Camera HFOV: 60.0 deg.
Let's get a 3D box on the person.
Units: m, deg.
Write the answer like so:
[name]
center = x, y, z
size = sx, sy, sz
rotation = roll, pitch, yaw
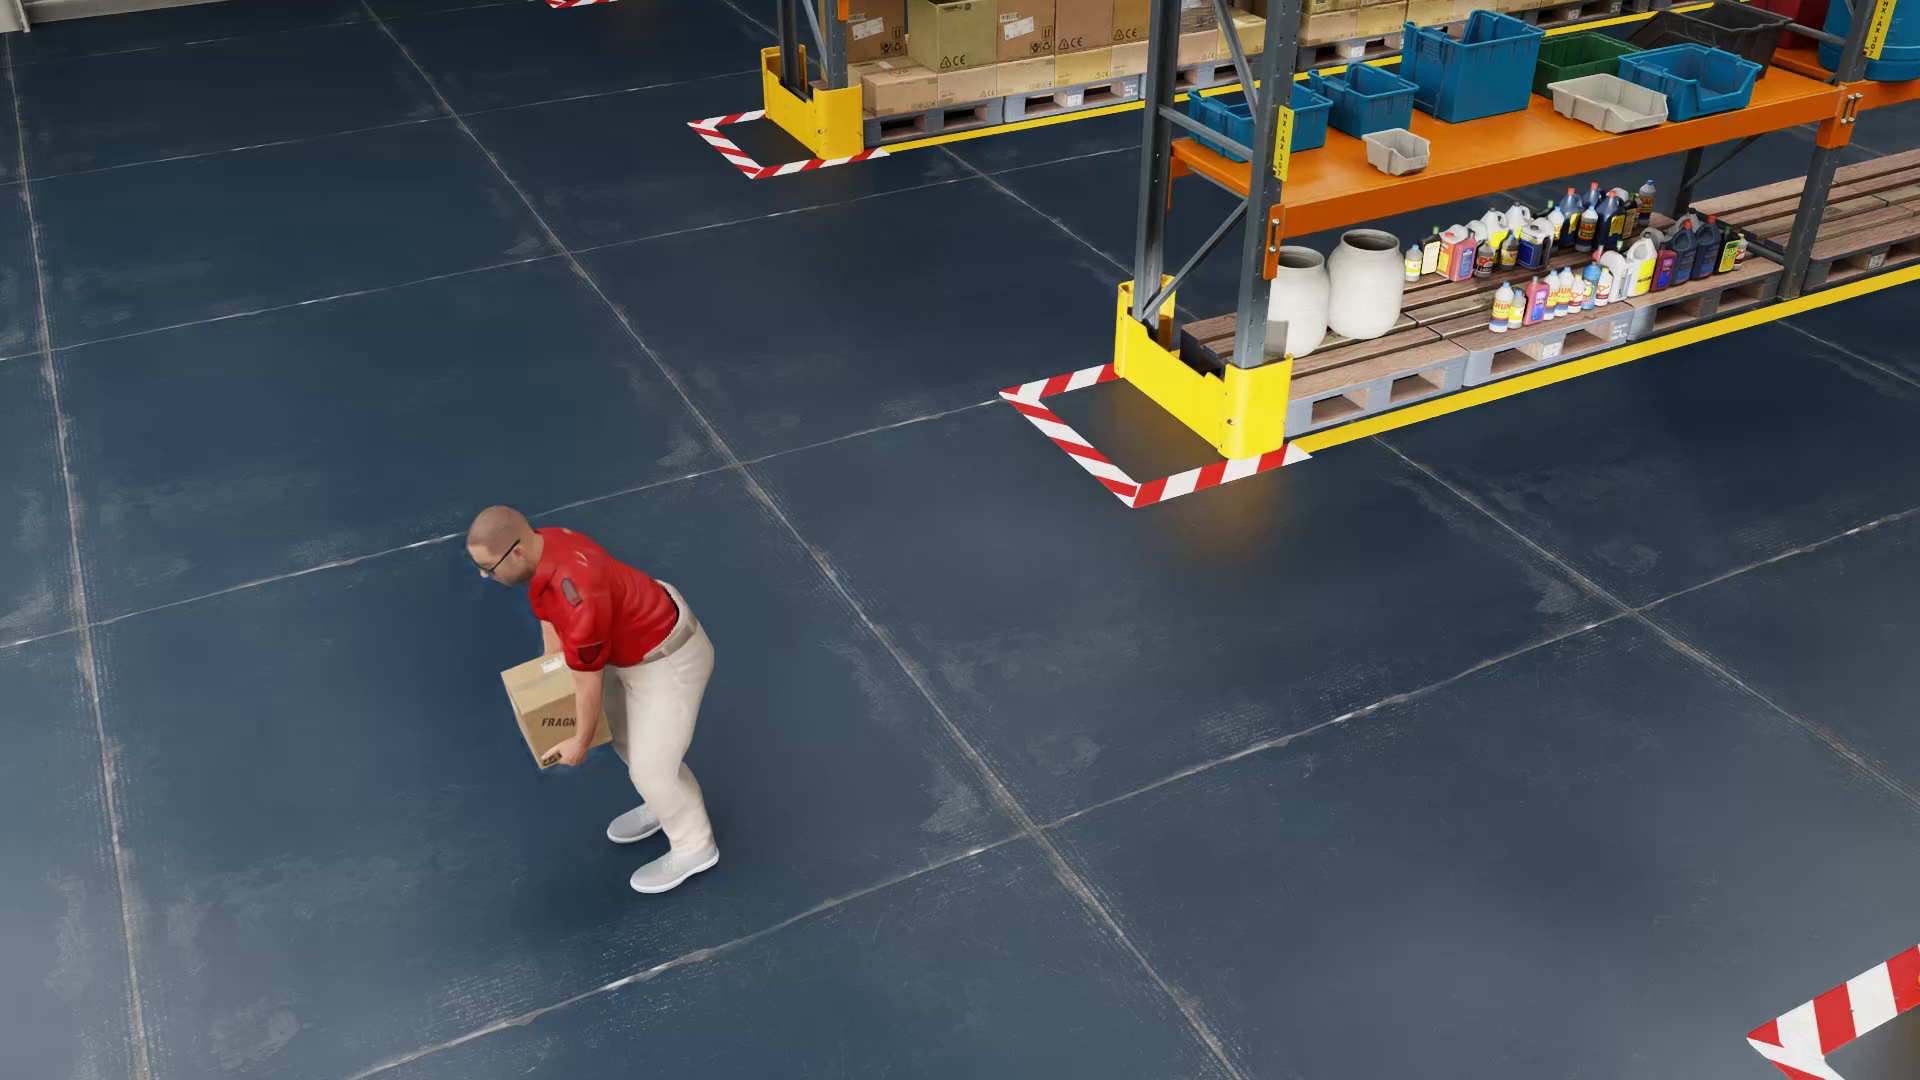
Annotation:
[person]
center = -1.037, 0.389, 5.550
size = 0.392, 1.725, 0.591
rotation = -18, 37, -25
